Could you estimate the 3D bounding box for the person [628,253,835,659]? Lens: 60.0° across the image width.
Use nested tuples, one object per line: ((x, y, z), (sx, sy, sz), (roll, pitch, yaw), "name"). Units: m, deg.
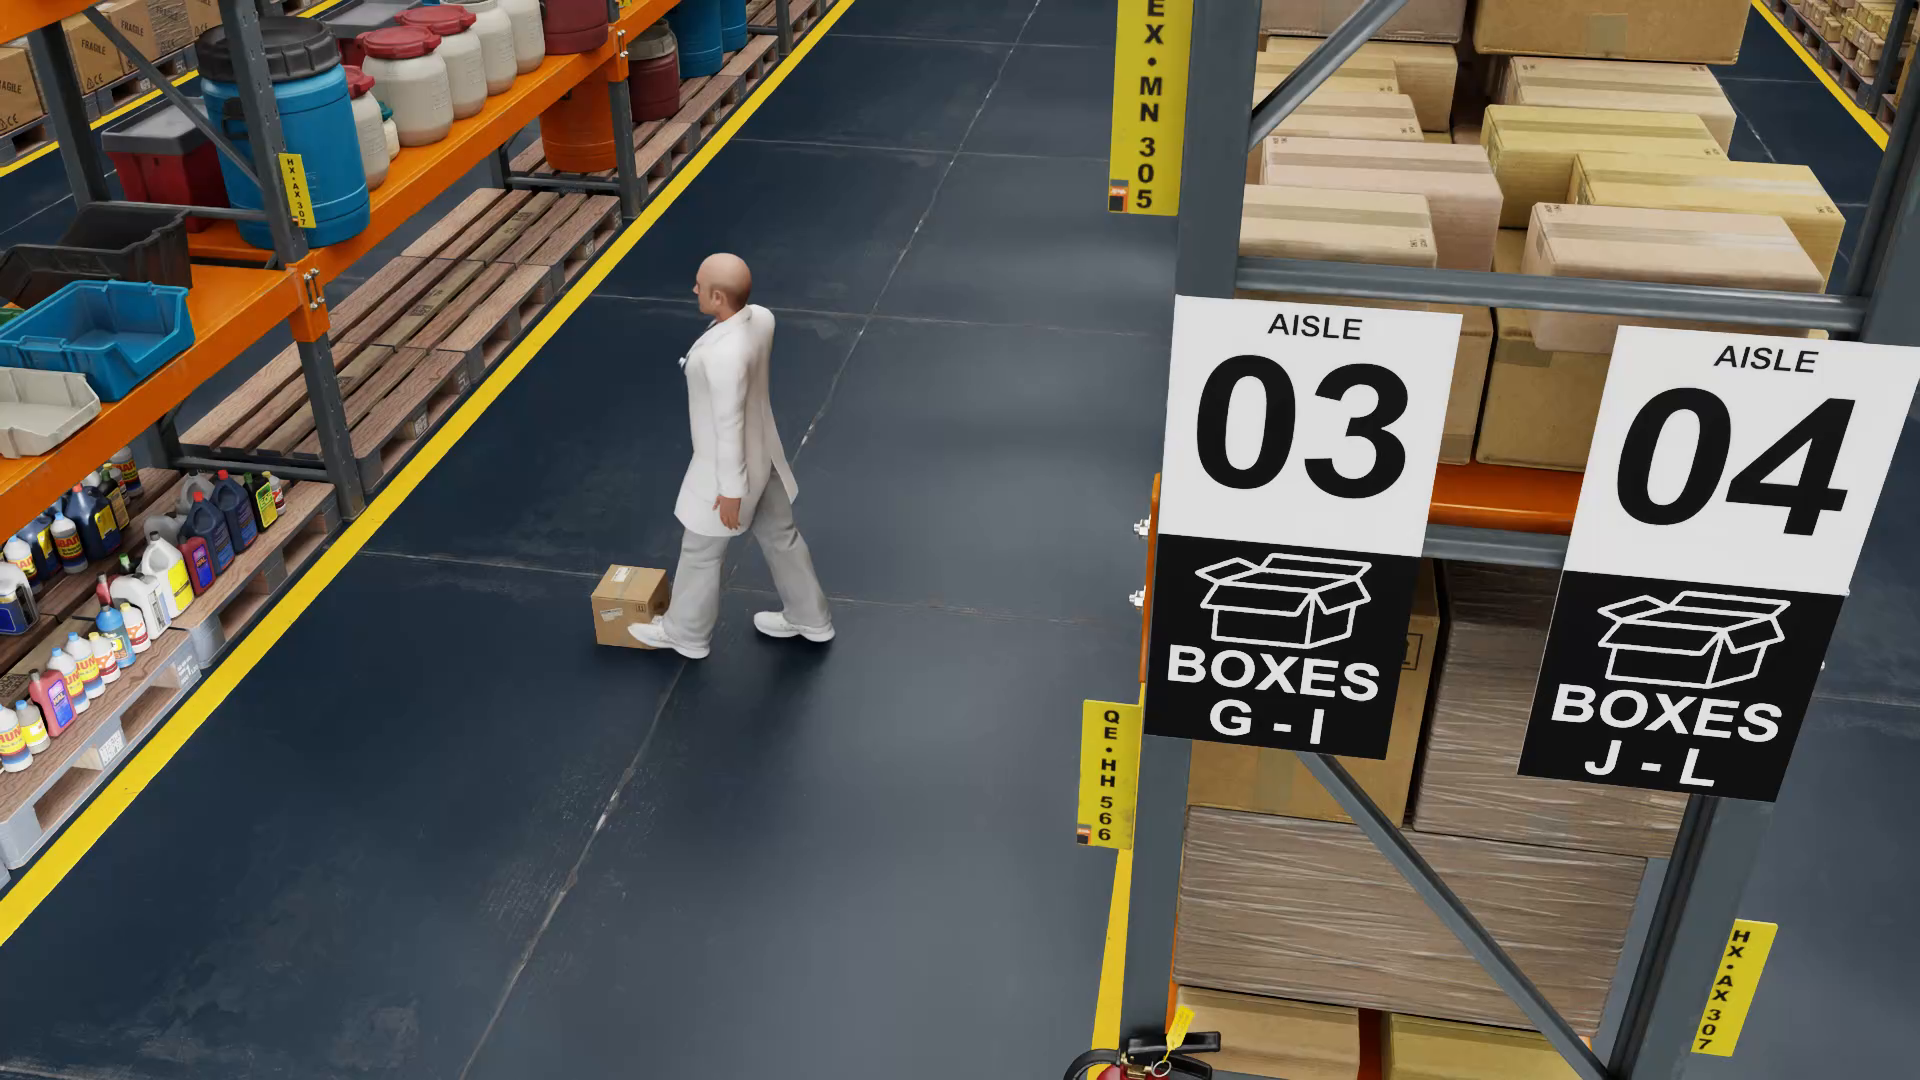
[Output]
((-0.966, -0.323, 6.659), (0.849, 1.764, 0.572), (9, 33, 13), "person")
